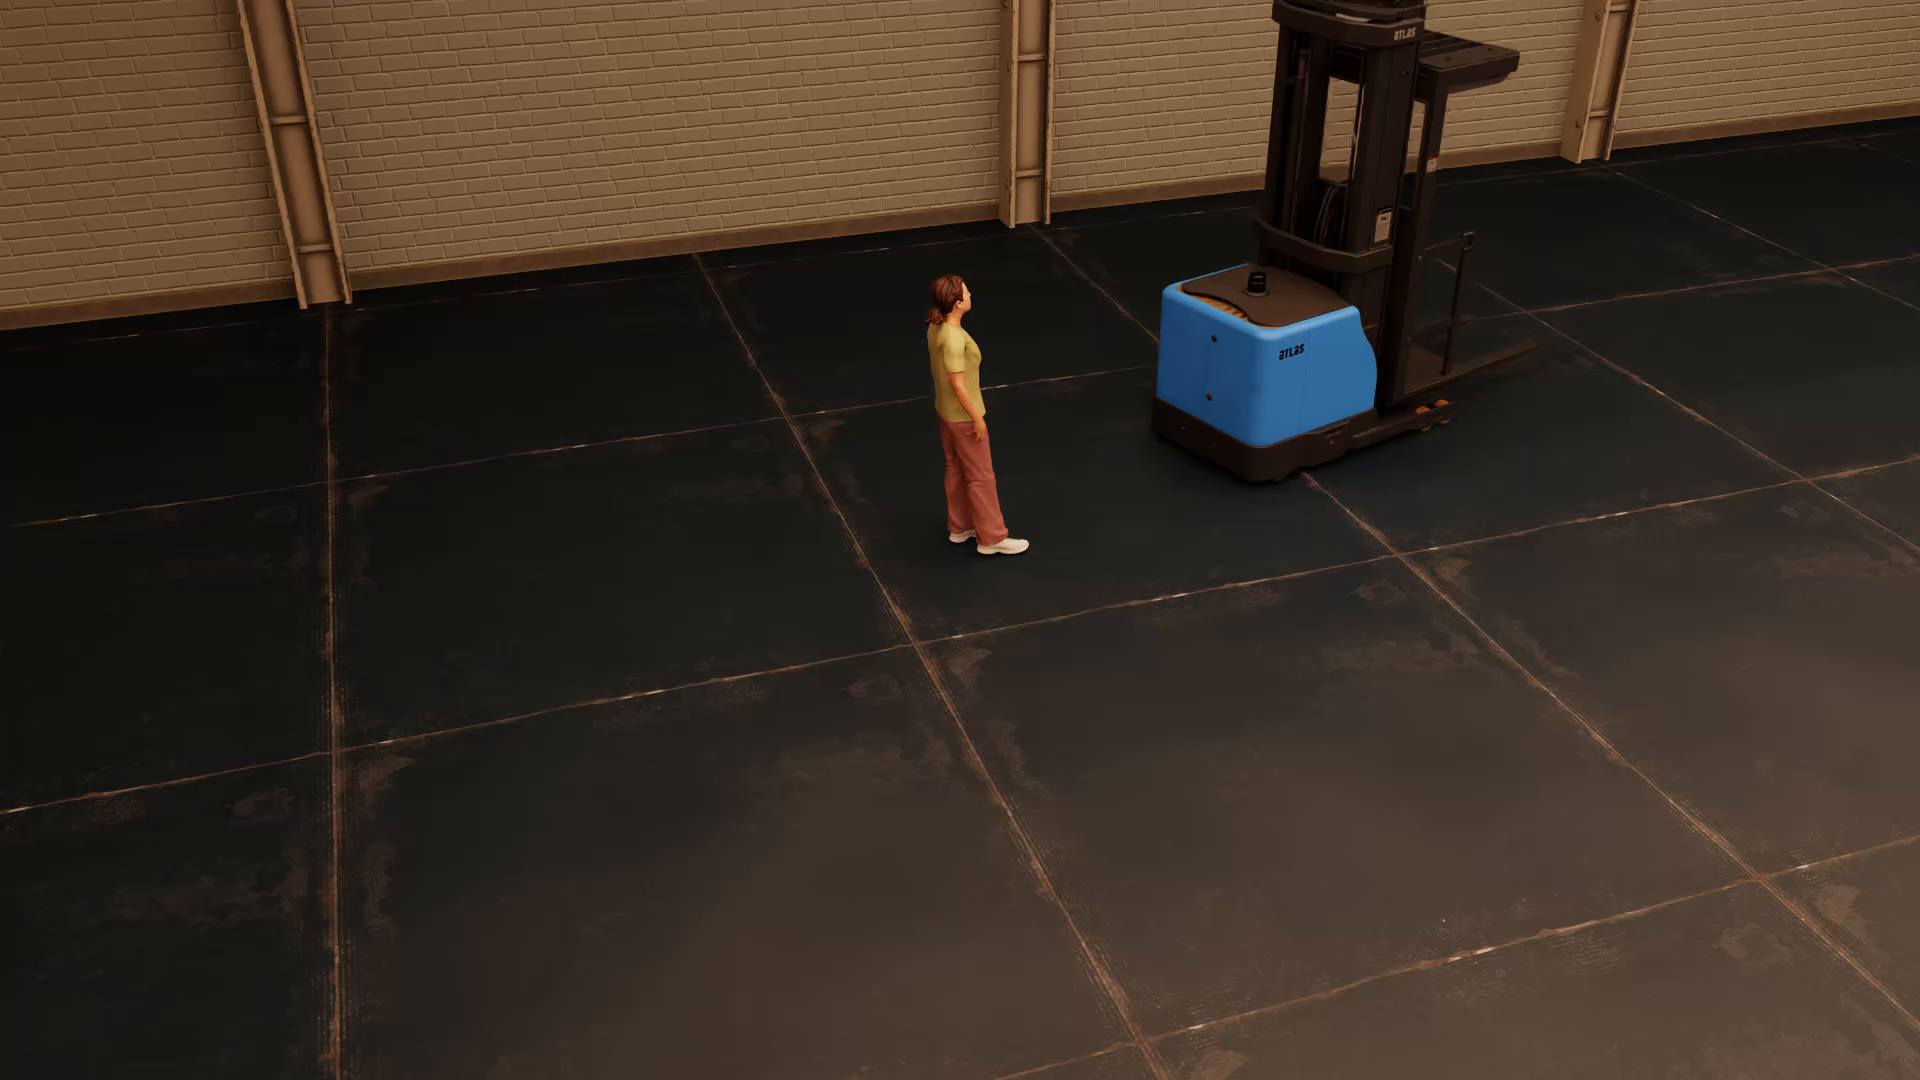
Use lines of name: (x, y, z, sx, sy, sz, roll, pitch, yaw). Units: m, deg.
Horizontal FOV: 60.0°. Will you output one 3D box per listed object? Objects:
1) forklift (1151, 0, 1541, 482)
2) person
forklift: (2.787, -2.205, 10.919, 3.031, 2.935, 1.130, -19, 35, -30)
person: (0.073, -0.739, 9.616, 0.549, 1.675, 0.555, -10, 31, -16)
